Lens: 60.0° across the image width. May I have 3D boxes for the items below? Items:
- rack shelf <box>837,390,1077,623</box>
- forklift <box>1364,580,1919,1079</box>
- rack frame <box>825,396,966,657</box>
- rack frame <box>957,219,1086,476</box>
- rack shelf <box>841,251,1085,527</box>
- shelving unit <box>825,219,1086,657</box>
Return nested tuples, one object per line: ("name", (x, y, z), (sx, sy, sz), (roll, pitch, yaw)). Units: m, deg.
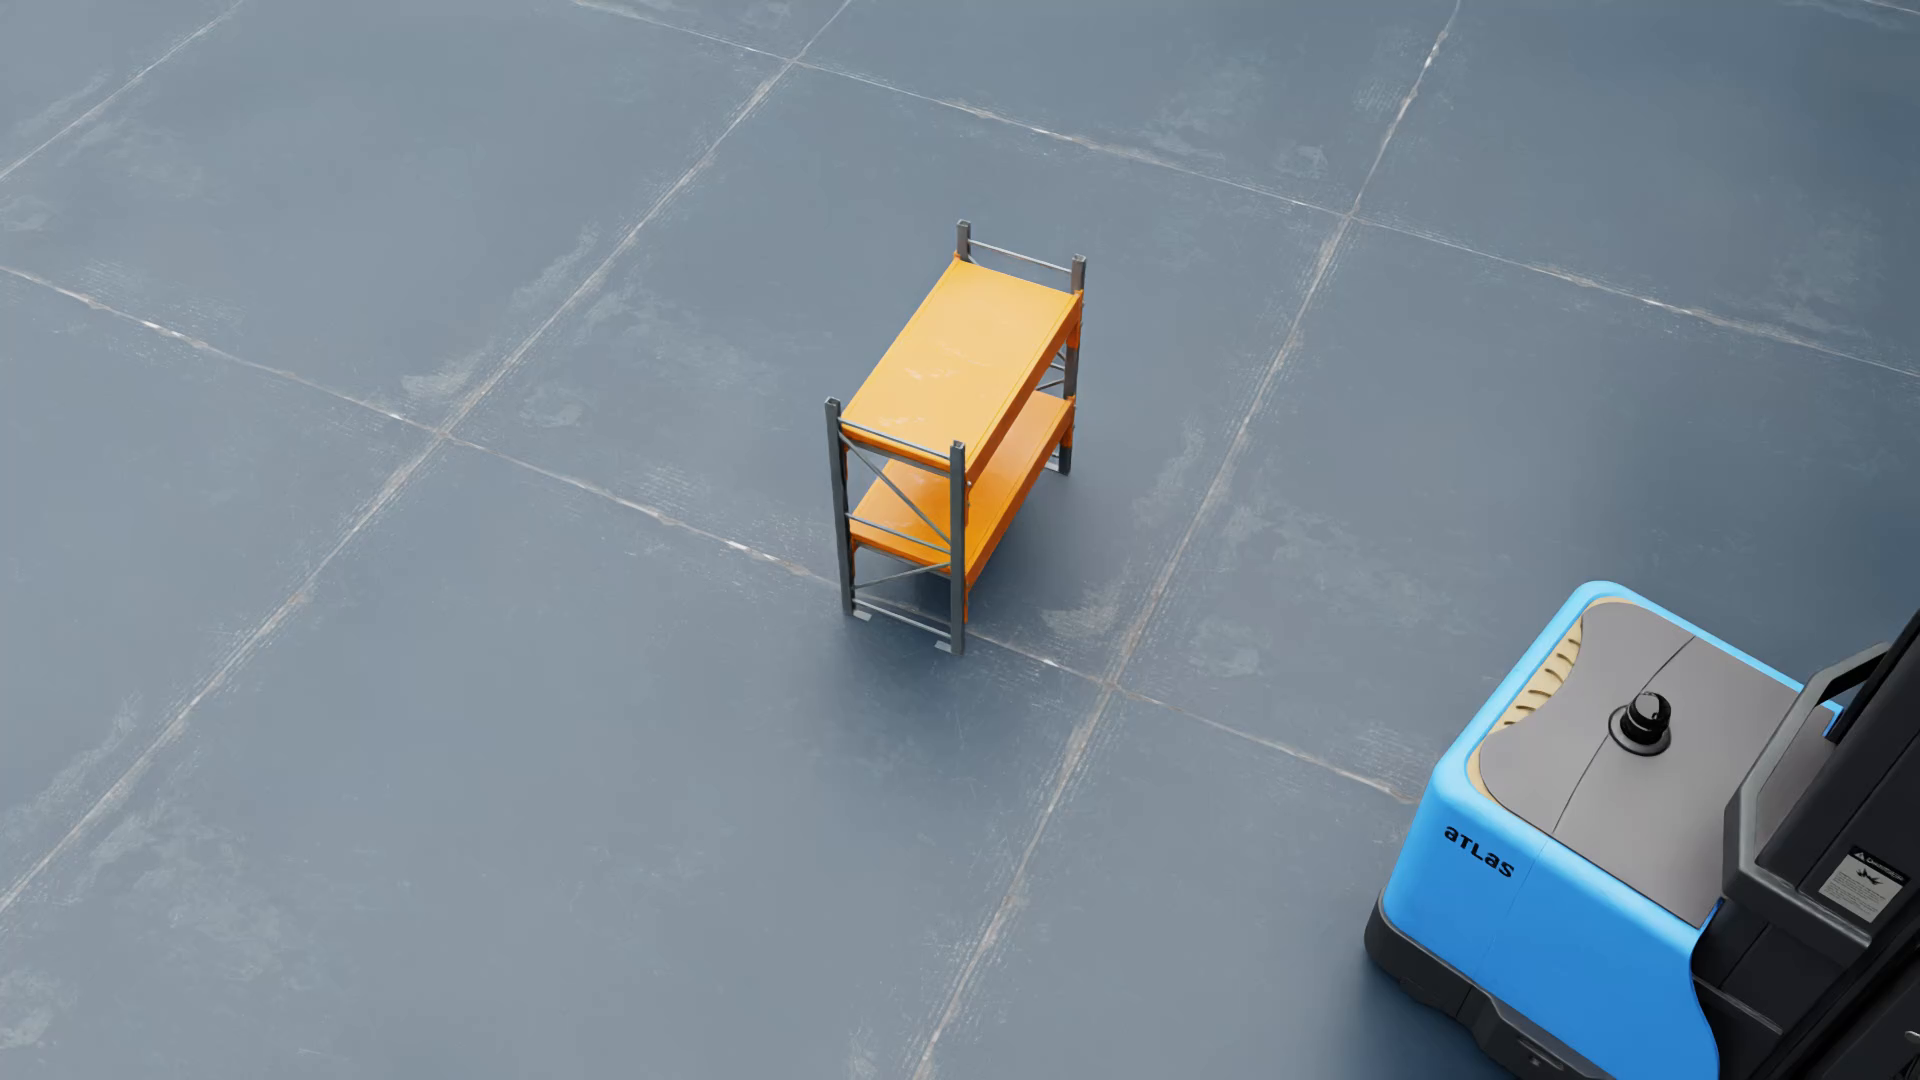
("rack shelf", (0.003, -0.211, 6.327), (0.538, 0.278, 1.000), (20, 52, 16))
("forklift", (2.749, 0.856, 3.912), (3.031, 2.935, 1.130), (33, 57, 25))
("rack frame", (-0.214, -0.019, 5.843), (0.500, 1.125, 0.032), (20, 52, 16))
("rack frame", (0.220, -0.719, 6.439), (0.500, 1.125, 0.032), (20, 52, 16))
("rack shelf", (0.003, -0.559, 5.918), (0.538, 0.278, 1.000), (20, 52, 16))
("shelving unit", (0.003, -0.369, 6.141), (0.538, 1.125, 1.048), (20, 52, 16))
